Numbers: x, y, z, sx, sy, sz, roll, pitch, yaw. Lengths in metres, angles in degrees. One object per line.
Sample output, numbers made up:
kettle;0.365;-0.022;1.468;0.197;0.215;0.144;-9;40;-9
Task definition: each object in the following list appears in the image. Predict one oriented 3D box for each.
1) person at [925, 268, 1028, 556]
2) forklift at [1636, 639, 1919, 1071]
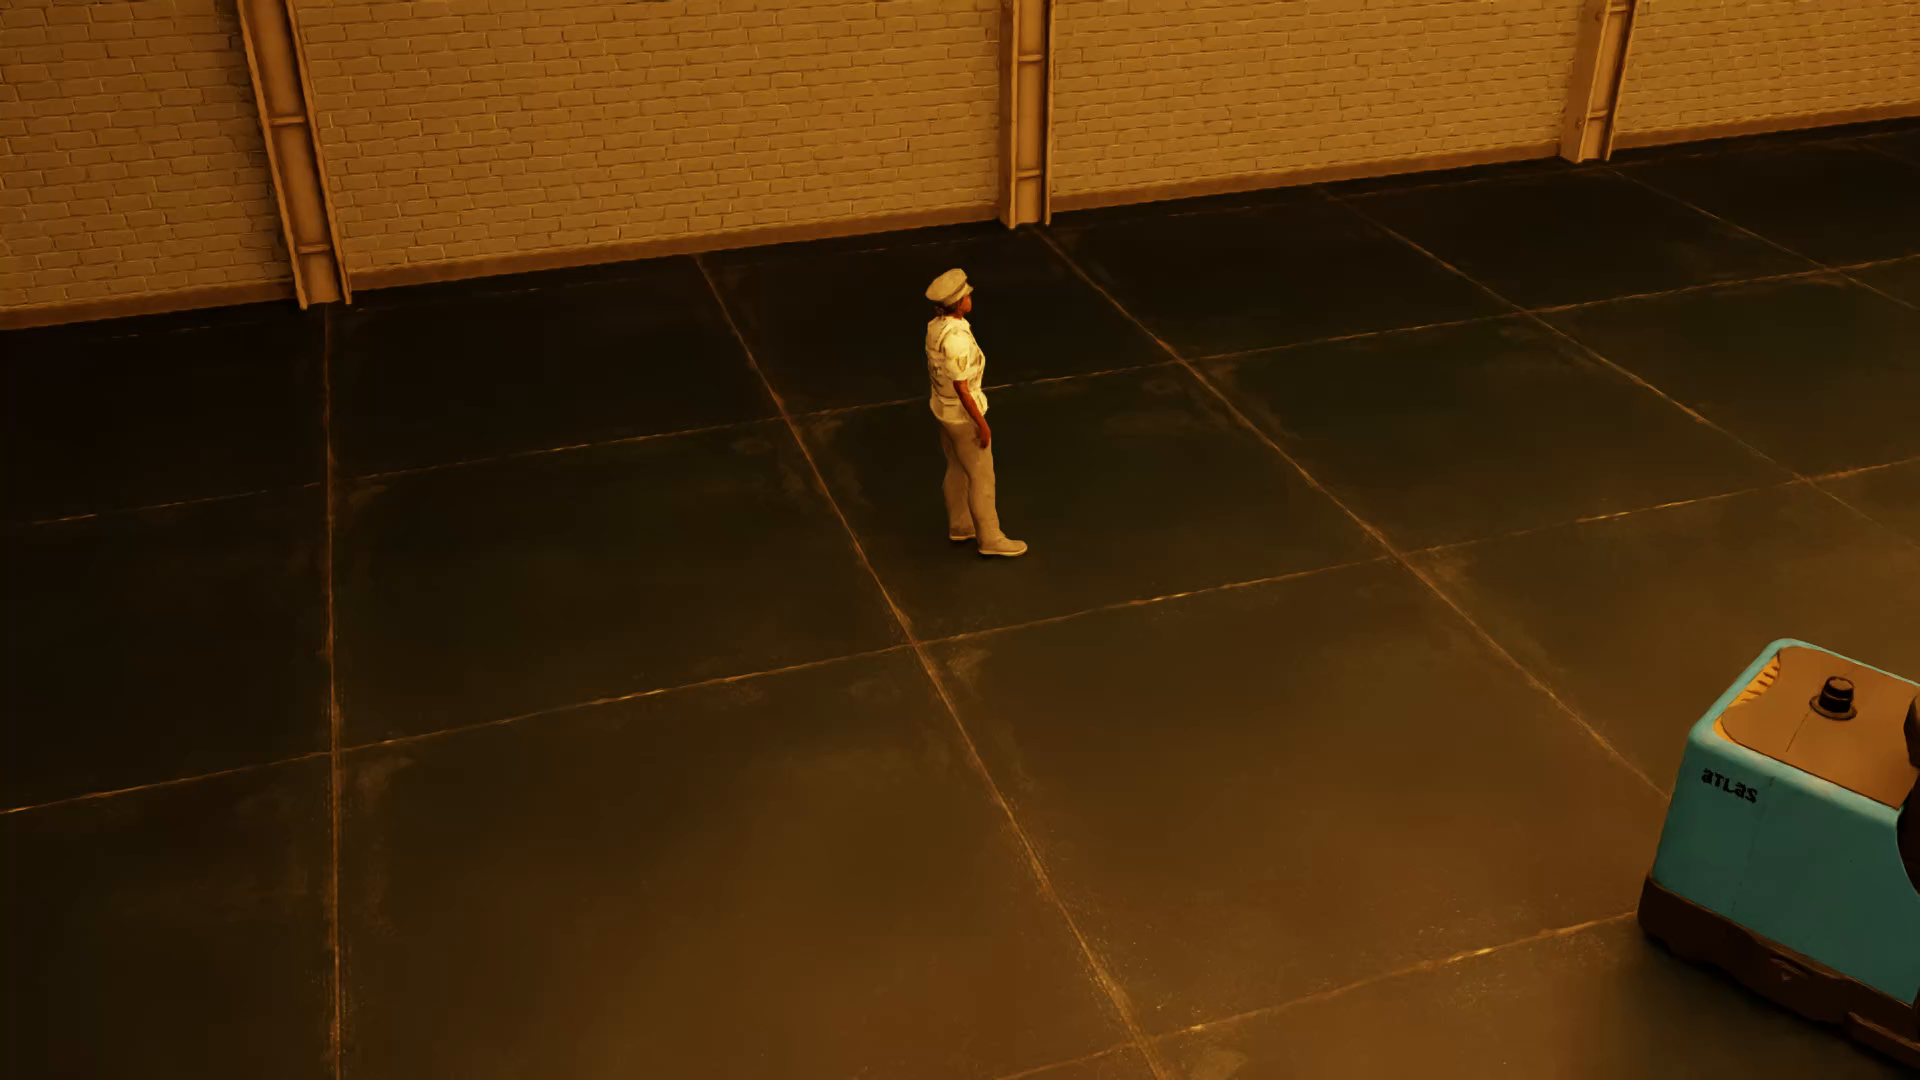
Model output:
person;0.077;-0.744;9.604;0.529;1.695;0.570;-10;31;-16
forklift;4.301;0.739;5.803;3.031;2.935;1.130;25;38;36
